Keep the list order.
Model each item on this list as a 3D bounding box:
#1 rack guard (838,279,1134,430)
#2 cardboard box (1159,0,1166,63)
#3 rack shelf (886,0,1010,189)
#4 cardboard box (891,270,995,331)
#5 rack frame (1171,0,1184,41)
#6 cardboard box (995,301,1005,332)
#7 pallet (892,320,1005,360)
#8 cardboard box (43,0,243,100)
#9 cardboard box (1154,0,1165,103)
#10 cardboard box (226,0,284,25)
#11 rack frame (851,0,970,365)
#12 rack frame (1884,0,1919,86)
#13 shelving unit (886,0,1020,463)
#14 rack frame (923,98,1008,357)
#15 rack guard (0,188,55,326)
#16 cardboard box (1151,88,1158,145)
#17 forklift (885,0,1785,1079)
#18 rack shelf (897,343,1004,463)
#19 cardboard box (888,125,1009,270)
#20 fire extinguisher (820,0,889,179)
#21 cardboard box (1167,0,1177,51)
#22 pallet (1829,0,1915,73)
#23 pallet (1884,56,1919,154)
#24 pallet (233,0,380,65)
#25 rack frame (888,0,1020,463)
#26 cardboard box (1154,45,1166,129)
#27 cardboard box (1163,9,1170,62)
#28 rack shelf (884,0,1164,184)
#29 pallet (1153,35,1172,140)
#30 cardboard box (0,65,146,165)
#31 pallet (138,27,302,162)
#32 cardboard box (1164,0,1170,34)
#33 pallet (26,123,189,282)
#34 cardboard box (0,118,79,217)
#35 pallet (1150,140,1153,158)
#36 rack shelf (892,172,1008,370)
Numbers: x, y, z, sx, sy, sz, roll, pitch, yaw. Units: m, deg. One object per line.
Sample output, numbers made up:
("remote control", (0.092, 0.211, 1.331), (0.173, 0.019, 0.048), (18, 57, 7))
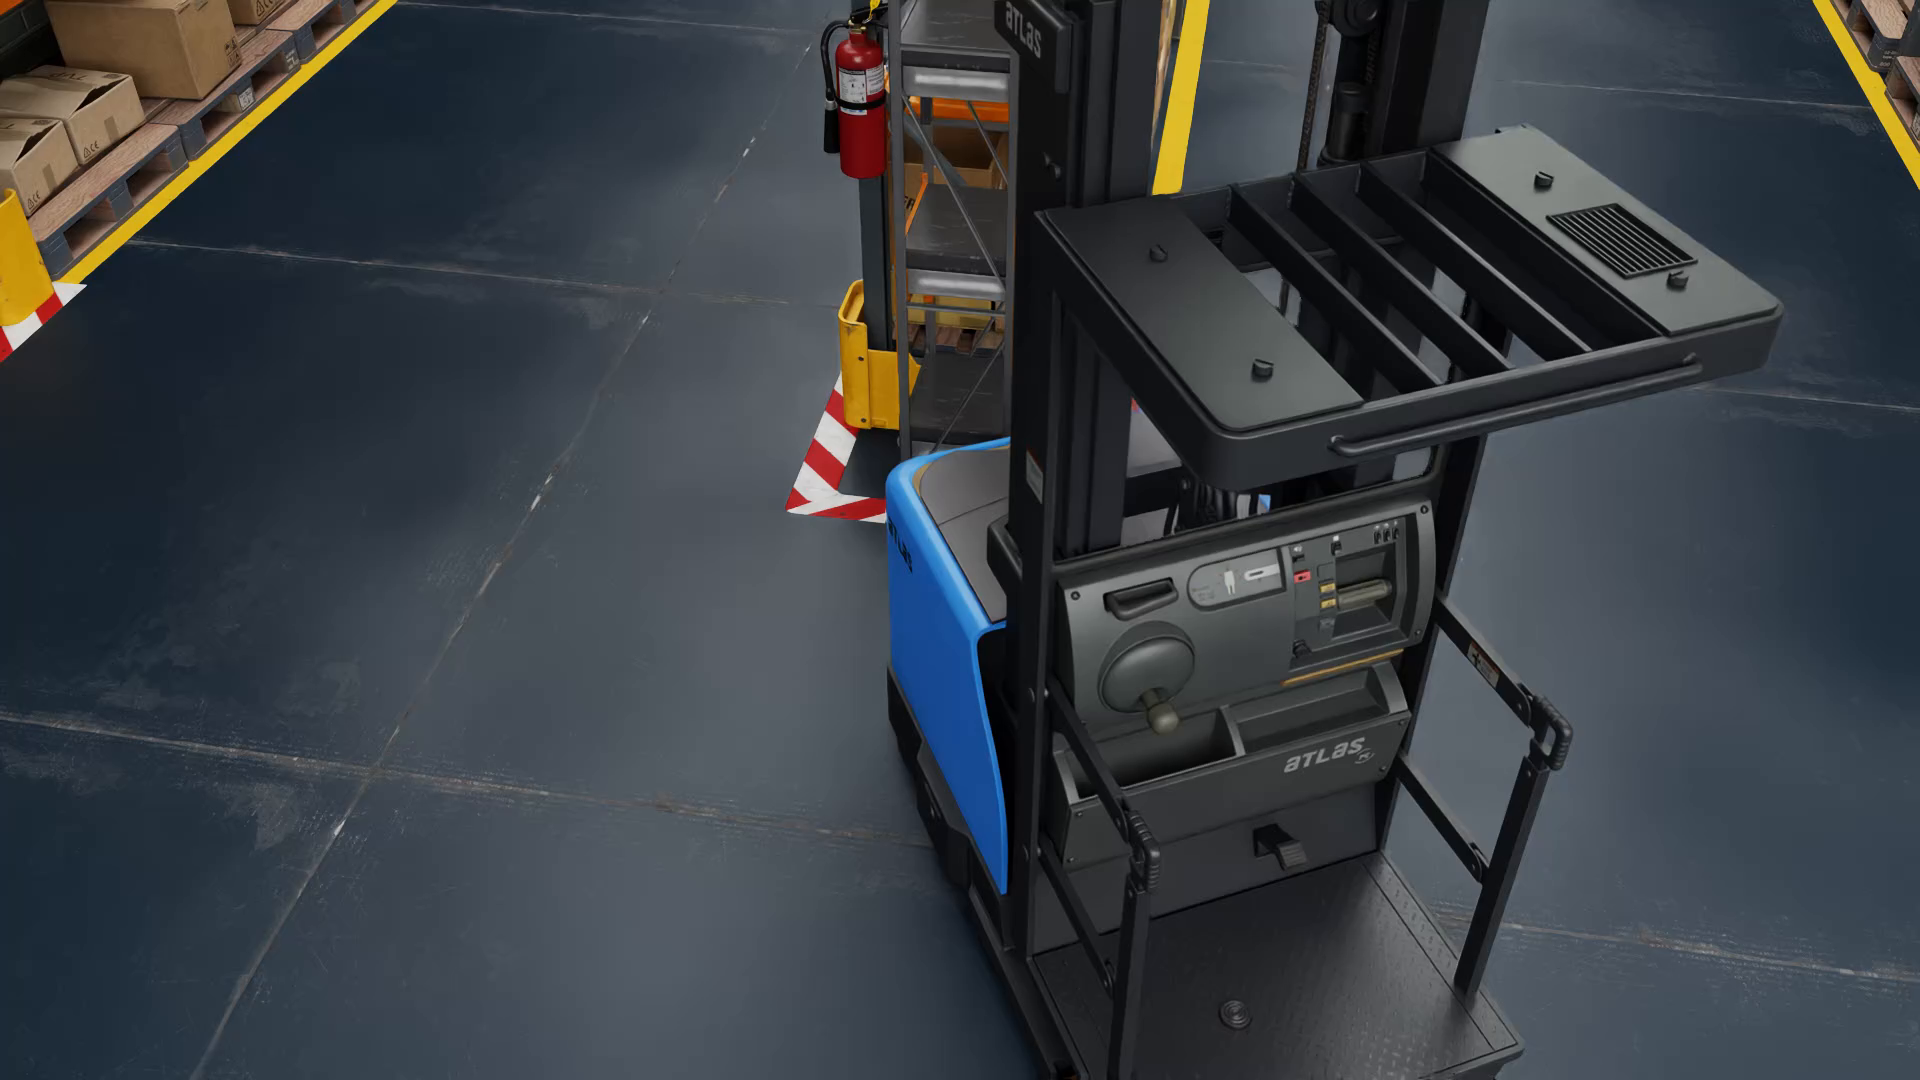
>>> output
("rack guard", (0.118, -0.704, 6.709), (1.175, 0.500, 0.348), (6, 40, 8))
("cardboard box", (0.768, -2.642, 8.331), (0.500, 0.500, 0.500), (6, 40, 8))
("rack shelf", (0.029, -1.442, 5.269), (0.431, 0.518, 0.480), (6, 40, 8))
("cardboard box", (-0.076, -1.154, 7.120), (0.500, 0.250, 0.500), (6, 40, 8))
("rack frame", (0.814, -4.193, 8.967), (1.000, 3.000, 0.127), (6, 40, 8))
("cardboard box", (0.434, -1.097, 7.051), (0.500, 0.250, 0.500), (6, 40, 8))
("pallet", (0.213, -1.092, 7.405), (1.003, 0.211, 1.213), (6, 40, 8))
("cardboard box", (-4.275, -2.669, 8.741), (0.700, 0.500, 0.500), (4, 40, 5))
("cardboard box", (0.696, -2.327, 7.950), (0.500, 0.500, 0.500), (6, 40, 8))
("cardboard box", (-4.206, -3.287, 9.488), (0.500, 0.500, 0.500), (4, 40, 4))
("rack frame", (0.122, -1.682, 5.931), (1.000, 3.000, 0.127), (6, 40, 8))
("rack frame", (5.692, -3.644, 8.304), (1.000, 3.000, 0.127), (6, 40, 8))
("shelving unit", (0.029, -0.913, 5.707), (0.431, 2.100, 0.503), (6, 40, 8))
("rack frame", (0.071, -1.066, 5.892), (0.400, 2.100, 0.015), (6, 40, 8))
("rack guard", (-4.745, -1.311, 7.443), (1.175, 0.500, 0.348), (6, 40, 8))
("cardboard box", (0.695, -2.038, 8.189), (0.500, 0.250, 0.500), (6, 40, 8))
("forklift", (0.749, 0.248, 3.650), (1.130, 2.935, 3.031), (-13, 41, -15))
("rack shelf", (0.029, -0.363, 6.161), (0.431, 0.518, 0.480), (6, 40, 8))
("cardboard box", (-0.079, -1.443, 6.881), (0.500, 0.500, 0.500), (6, 40, 8))
("fire extinguisher", (-0.356, -1.630, 5.928), (0.296, 0.674, 0.183), (6, 40, 8))
("cardboard box", (0.949, -2.980, 9.328), (0.500, 0.250, 0.500), (6, 40, 8))
("pallet", (5.790, -3.067, 9.793), (1.003, 0.211, 1.213), (6, 40, 8))
("pallet", (5.535, -2.153, 8.688), (1.003, 0.211, 1.213), (6, 40, 8))
("pallet", (-4.147, -3.237, 9.999), (1.003, 0.211, 1.213), (6, 40, 8))
("rack frame", (-0.014, -0.760, 5.521), (0.400, 2.100, 0.015), (6, 40, 8))
("cardboard box", (0.781, -2.352, 8.569), (0.500, 0.250, 0.500), (6, 40, 8))
("cardboard box", (0.853, -2.667, 8.950), (0.500, 0.250, 0.500), (6, 40, 8))
("rack shelf", (0.468, -2.660, 7.678), (1.077, 0.370, 4.000), (6, 40, 8))
("pallet", (0.635, -2.624, 9.258), (1.003, 0.211, 1.213), (6, 40, 8))
("cardboard box", (-4.451, -2.142, 8.251), (0.500, 0.311, 0.500), (10, 41, 11))
("pallet", (-4.356, -2.469, 9.070), (1.003, 0.211, 1.213), (6, 40, 8))
("cardboard box", (0.851, -2.956, 8.711), (0.500, 0.500, 0.500), (6, 40, 8))
("pallet", (-4.569, -1.705, 8.147), (1.003, 0.211, 1.213), (6, 40, 8))
("cardboard box", (-4.550, -1.784, 7.818), (0.500, 0.311, 0.500), (2, 40, 3))
("pallet", (0.426, -1.856, 8.329), (1.003, 0.211, 1.213), (6, 40, 8))
("rack shelf", (0.029, -0.903, 5.715), (0.431, 0.518, 0.480), (6, 40, 8))
